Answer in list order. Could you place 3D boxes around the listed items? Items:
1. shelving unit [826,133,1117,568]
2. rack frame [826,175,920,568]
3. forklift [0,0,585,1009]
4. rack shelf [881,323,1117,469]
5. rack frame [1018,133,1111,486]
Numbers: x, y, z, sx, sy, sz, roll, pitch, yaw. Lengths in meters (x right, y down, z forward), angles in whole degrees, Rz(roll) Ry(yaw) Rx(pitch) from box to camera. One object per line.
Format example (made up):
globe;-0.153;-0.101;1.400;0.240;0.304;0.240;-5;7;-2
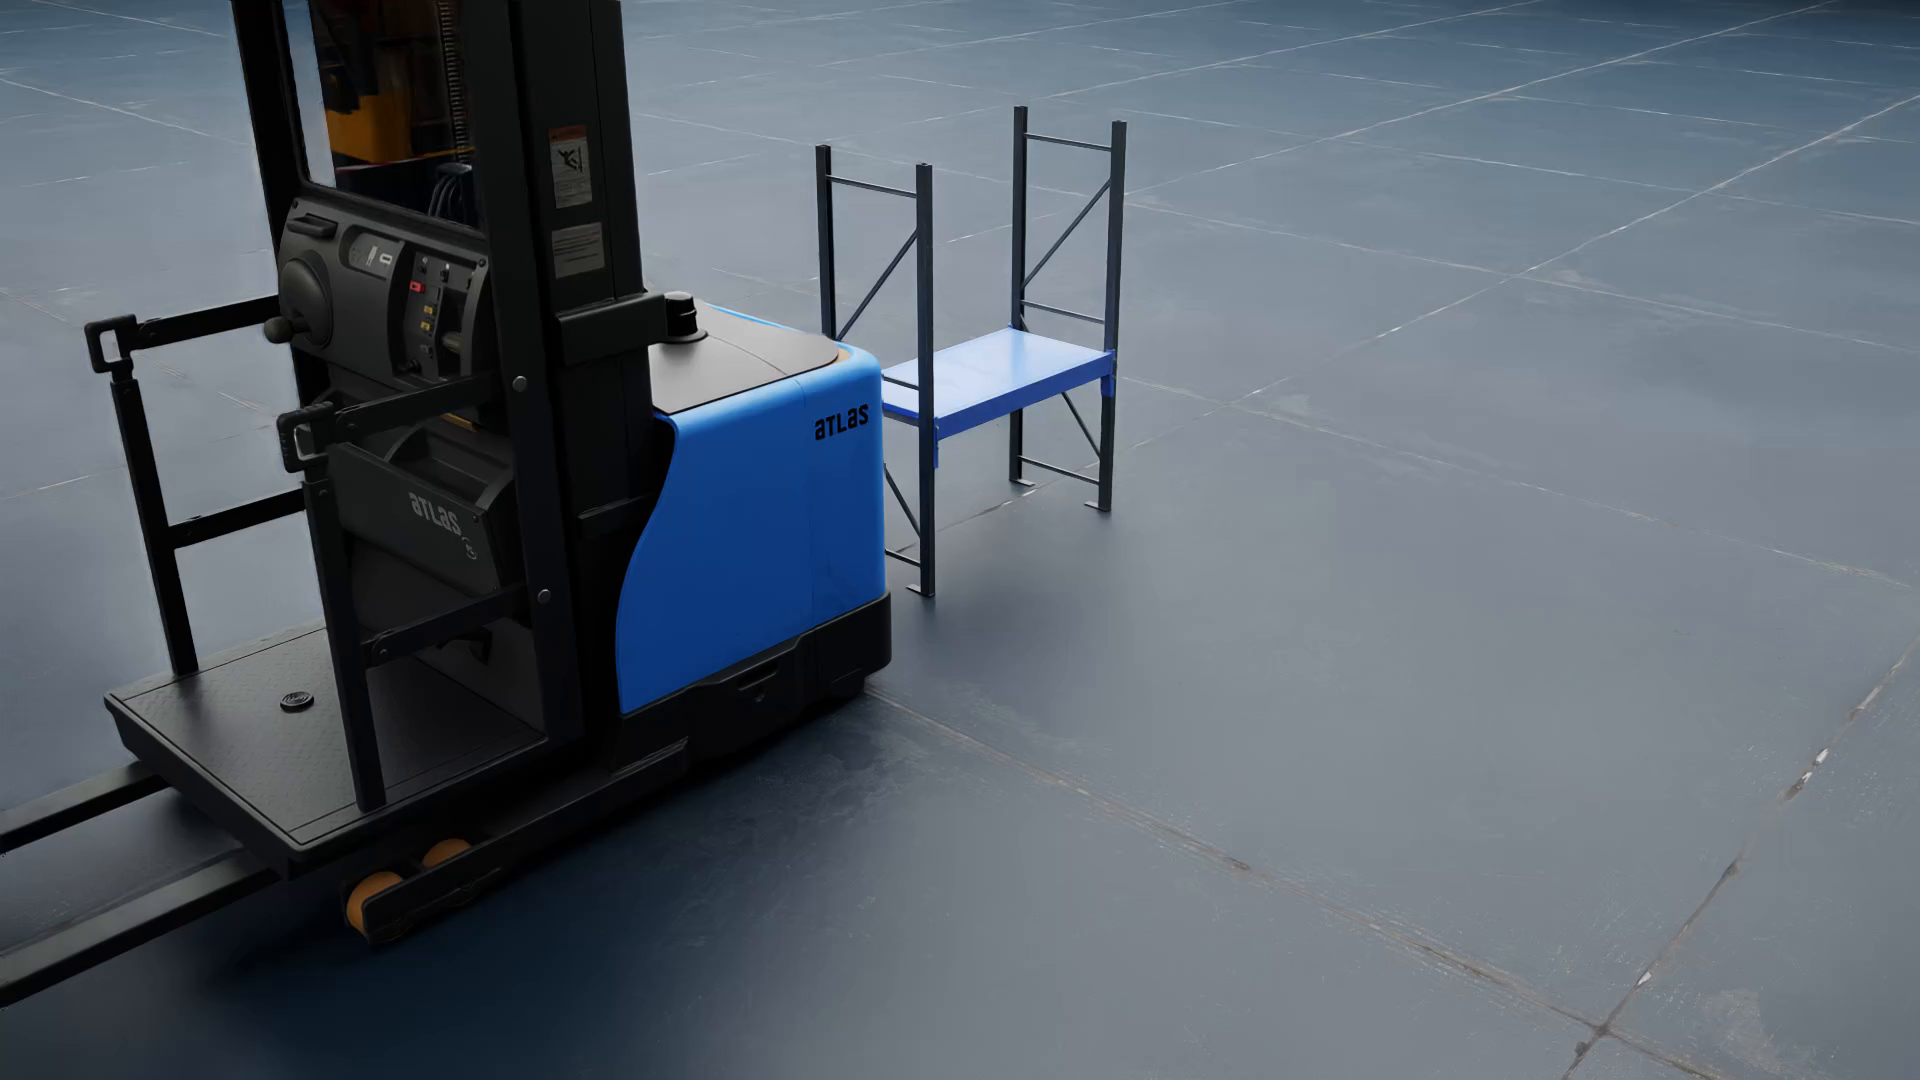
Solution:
shelving unit;0.057;-0.710;6.001;0.538;1.308;1.030;20;31;38
rack frame;-0.284;-0.556;5.657;0.475;1.308;0.013;20;31;38
forklift;-1.585;-0.593;3.989;1.121;2.935;3.031;21;31;38
rack shelf;0.057;-0.546;6.075;0.538;0.185;1.000;20;31;38
rack frame;0.395;-0.866;6.348;0.475;1.308;0.013;20;31;38
